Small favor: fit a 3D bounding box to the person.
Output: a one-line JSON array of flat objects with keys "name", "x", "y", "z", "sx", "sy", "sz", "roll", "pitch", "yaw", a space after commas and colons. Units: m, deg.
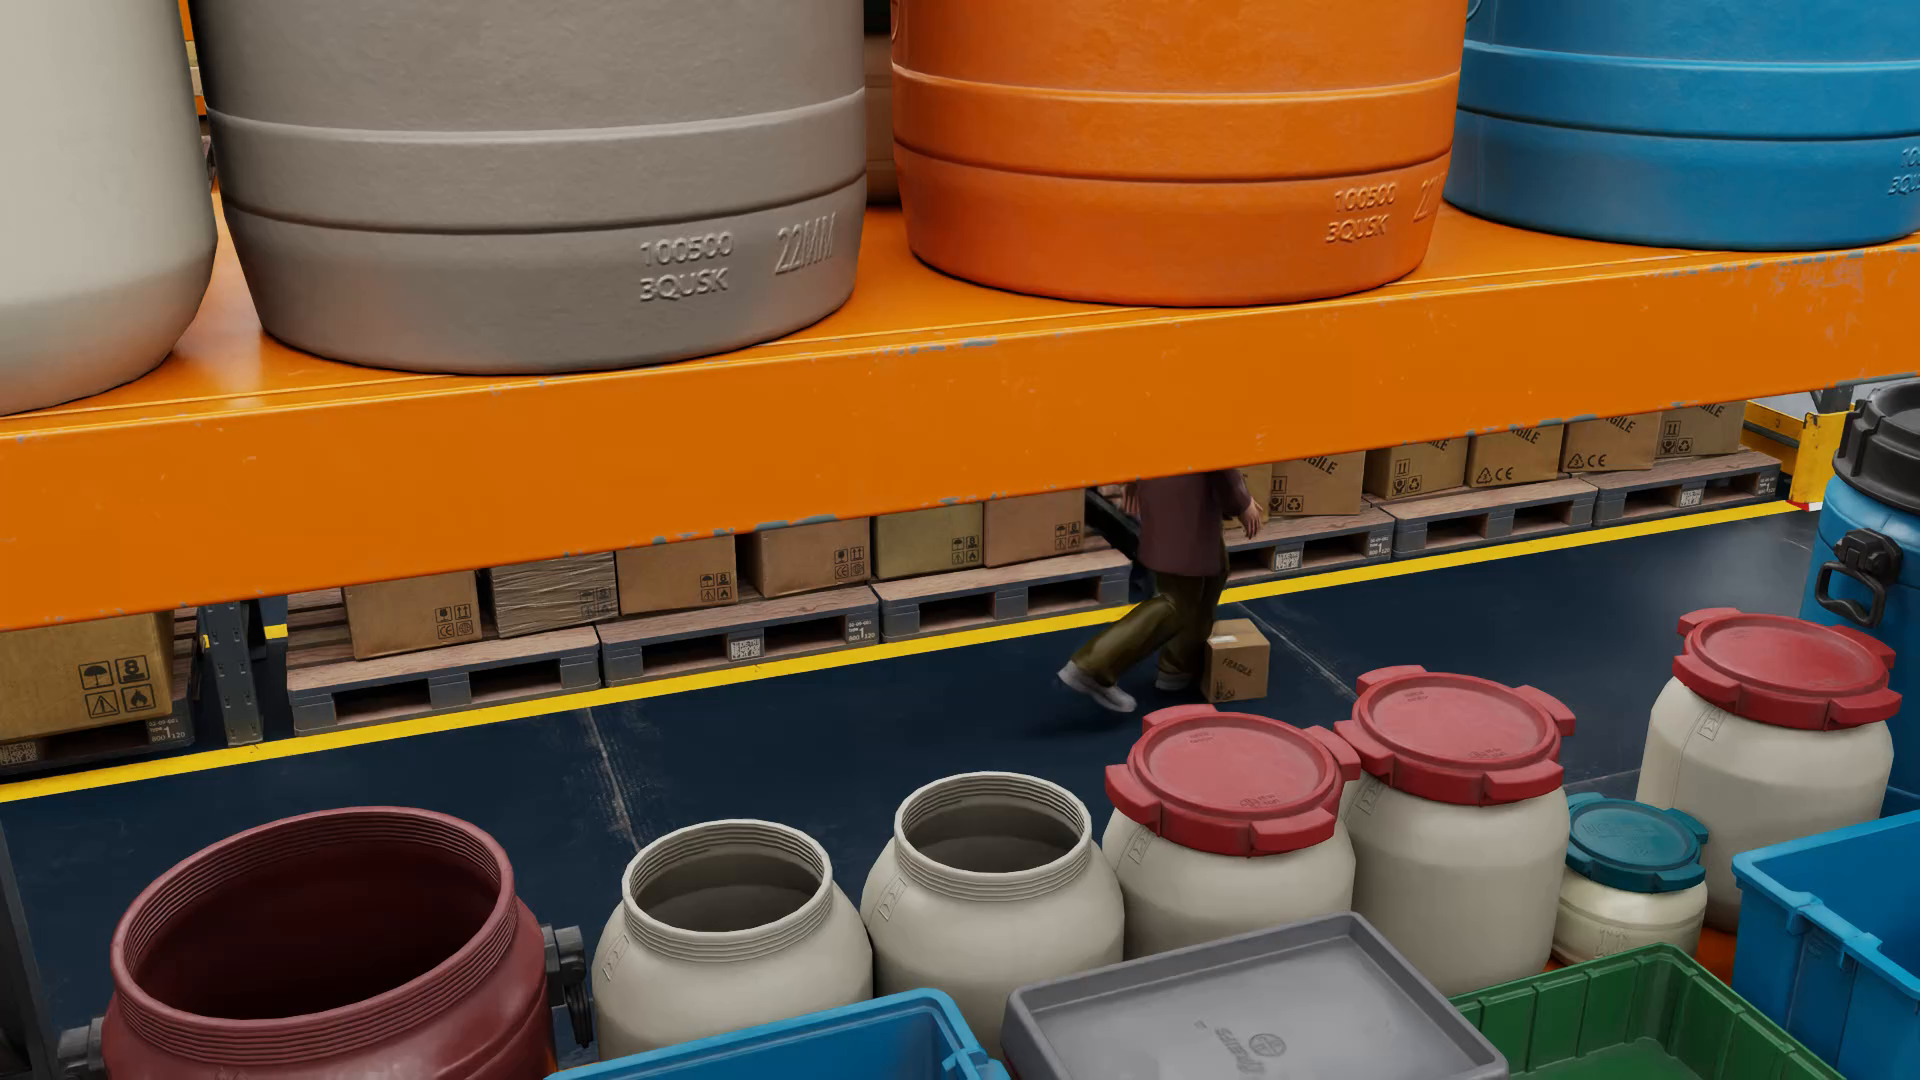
[{"name": "person", "x": 0.765, "y": -0.148, "z": 6.480, "sx": 0.859, "sy": 1.728, "sz": 0.657, "roll": -5, "pitch": 23, "yaw": -12}]
